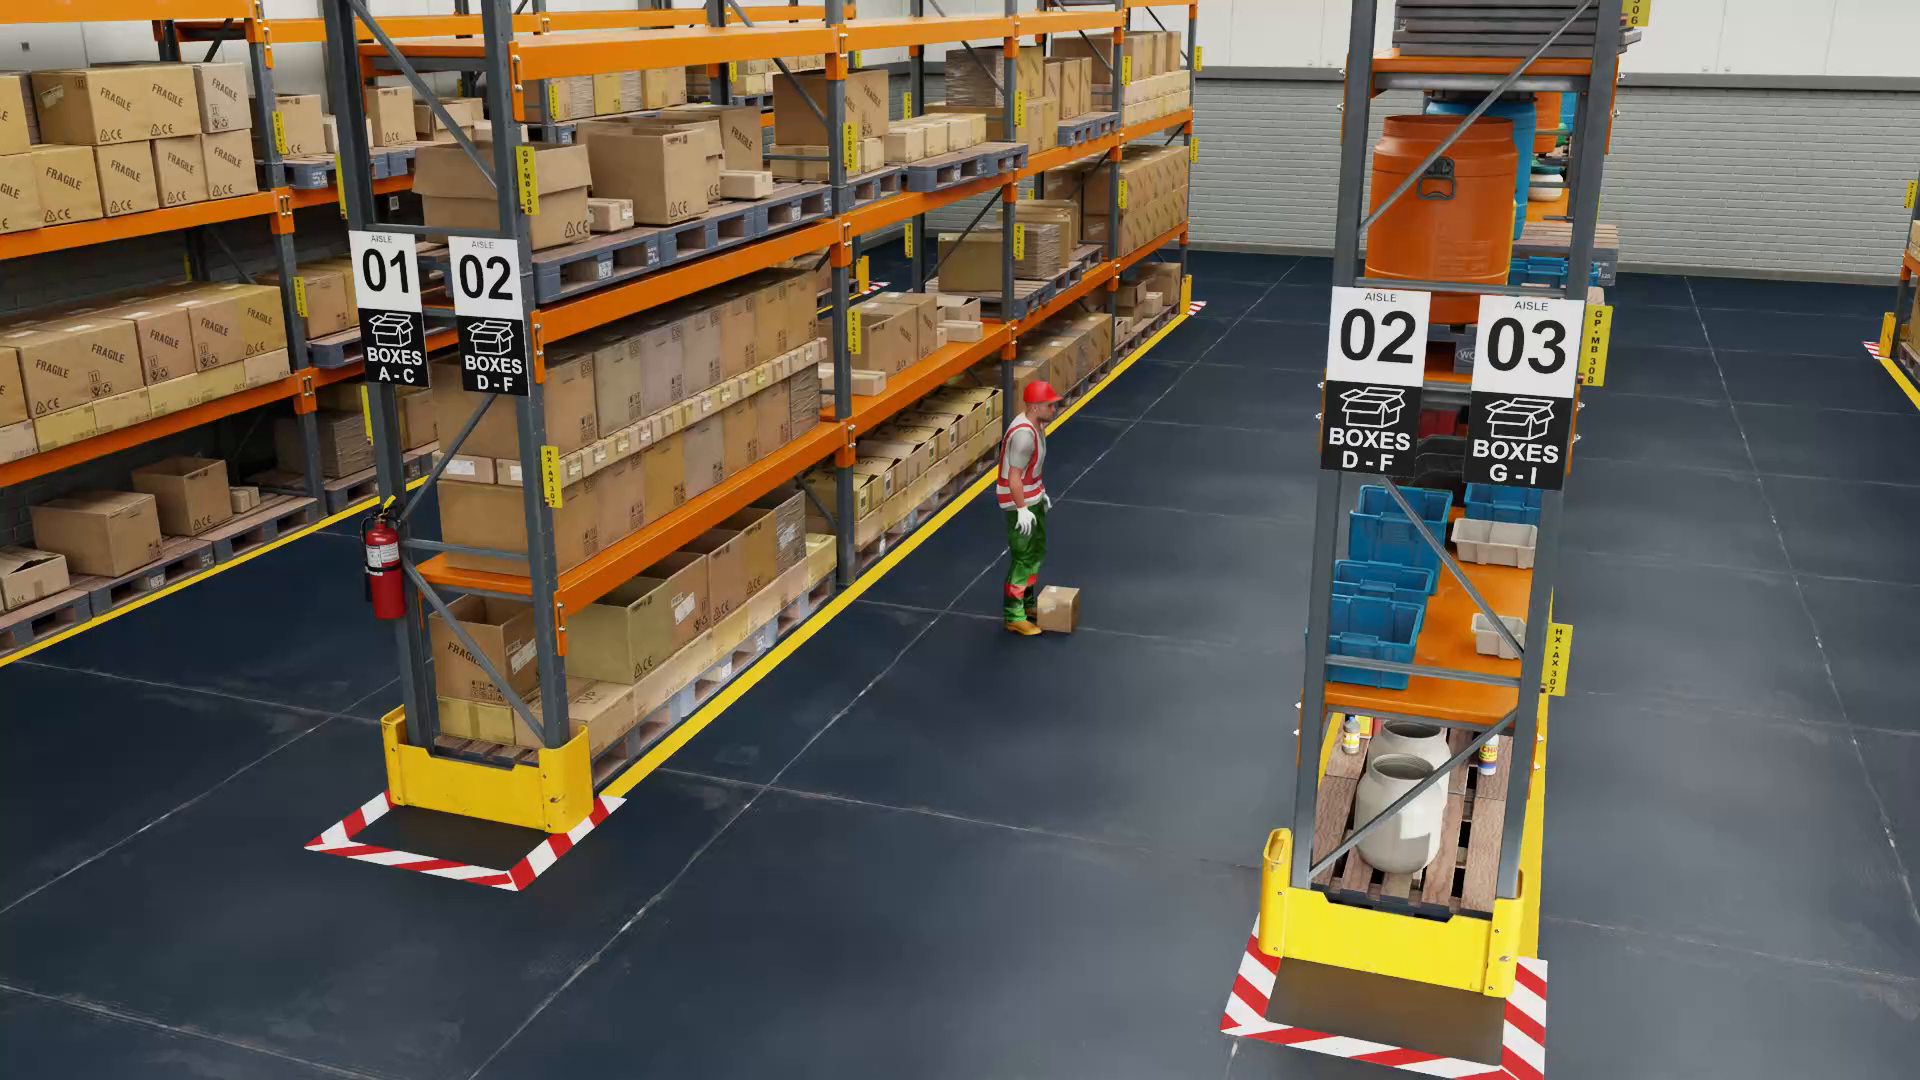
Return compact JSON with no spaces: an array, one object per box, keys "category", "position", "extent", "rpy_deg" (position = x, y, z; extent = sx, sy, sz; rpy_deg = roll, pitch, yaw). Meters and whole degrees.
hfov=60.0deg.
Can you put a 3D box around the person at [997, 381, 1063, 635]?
[{"category":"person","position":[0.493,-0.253,11.793],"extent":[0.445,1.781,0.621],"rpy_deg":[5,19,16]}]
